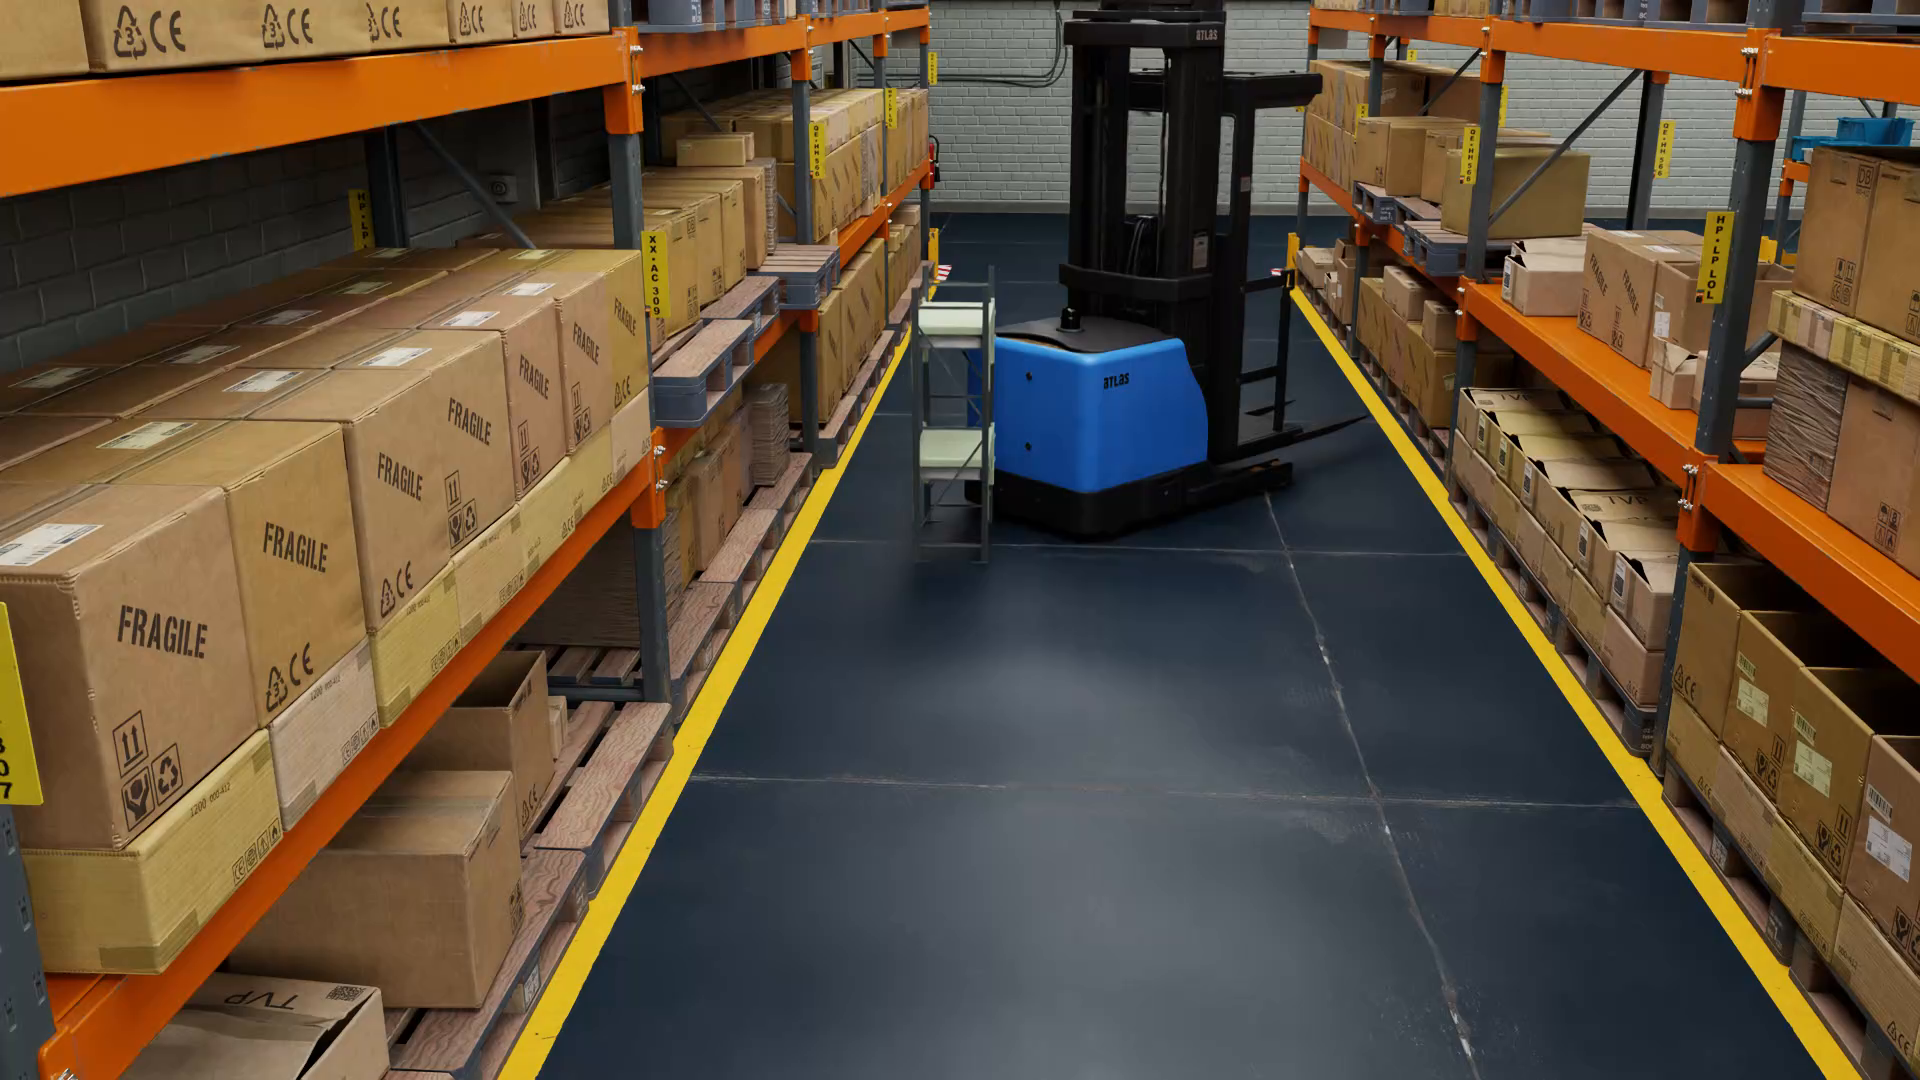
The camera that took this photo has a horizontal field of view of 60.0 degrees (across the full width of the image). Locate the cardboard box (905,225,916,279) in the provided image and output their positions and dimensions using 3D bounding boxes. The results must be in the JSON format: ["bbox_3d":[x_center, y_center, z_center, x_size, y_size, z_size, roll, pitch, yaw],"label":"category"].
[{"bbox_3d":[-0.818,-2.962,16.985,0.700,0.500,0.500,1,18,4],"label":"cardboard box"}]

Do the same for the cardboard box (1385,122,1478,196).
[{"bbox_3d":[3.580,-2.864,12.510,0.700,0.500,0.500,4,19,13],"label":"cardboard box"}]

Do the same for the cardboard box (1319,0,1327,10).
[{"bbox_3d":[3.770,-5.261,16.086,0.500,0.250,0.500,1,18,4],"label":"cardboard box"}]

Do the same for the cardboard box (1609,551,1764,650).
[{"bbox_3d":[2.992,0.219,6.777,0.500,0.311,0.500,1,18,4],"label":"cardboard box"}]

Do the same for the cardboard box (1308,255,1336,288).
[{"bbox_3d":[3.716,-2.645,16.388,0.500,0.250,0.500,1,18,4],"label":"cardboard box"}]

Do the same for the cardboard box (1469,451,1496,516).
[{"bbox_3d":[3.170,-0.312,9.299,0.500,0.250,0.500,1,18,2],"label":"cardboard box"}]

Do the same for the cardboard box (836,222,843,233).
[{"bbox_3d":[-1.051,-2.305,12.010,0.380,0.149,0.250,1,18,4],"label":"cardboard box"}]

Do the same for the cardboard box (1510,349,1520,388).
[{"bbox_3d":[3.886,-1.050,11.119,0.500,0.500,0.500,1,18,2],"label":"cardboard box"}]

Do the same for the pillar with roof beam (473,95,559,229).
[{"bbox_3d":[1.933,-4.211,7.822,9.100,9.000,0.400,1,18,4],"label":"pillar with roof beam"}]

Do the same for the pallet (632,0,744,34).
[{"bbox_3d":[-1.541,-2.124,6.572,1.213,0.211,1.003,1,18,4],"label":"pallet"}]

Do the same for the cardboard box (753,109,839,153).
[{"bbox_3d":[-1.078,-2.698,10.964,0.500,0.250,0.500,1,18,3],"label":"cardboard box"}]

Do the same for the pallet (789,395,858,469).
[{"bbox_3d":[-1.273,-0.759,11.400,1.003,0.211,1.213,1,18,4],"label":"pallet"}]

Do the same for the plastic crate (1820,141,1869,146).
[{"bbox_3d":[8.657,-3.779,16.312,0.416,0.233,0.300,1,18,4],"label":"plastic crate"}]

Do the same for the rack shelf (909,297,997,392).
[{"bbox_3d":[-0.029,-1.071,9.029,0.431,0.370,0.720,1,18,3],"label":"rack shelf"}]

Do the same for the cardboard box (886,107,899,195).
[{"bbox_3d":[-1.063,-3.394,14.481,0.980,0.700,0.700,2,18,5],"label":"cardboard box"}]

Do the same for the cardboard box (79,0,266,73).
[{"bbox_3d":[-1.631,-1.103,2.961,0.500,0.500,0.500,2,18,8],"label":"cardboard box"}]

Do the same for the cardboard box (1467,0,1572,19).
[{"bbox_3d":[3.534,-3.340,9.822,0.910,0.500,0.500,1,18,4],"label":"cardboard box"}]

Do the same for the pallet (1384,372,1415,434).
[{"bbox_3d":[3.717,-1.015,12.182,1.003,0.211,1.213,1,18,4],"label":"pallet"}]

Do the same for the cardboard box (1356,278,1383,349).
[{"bbox_3d":[3.545,-1.850,13.559,0.500,0.500,0.500,0,18,1],"label":"cardboard box"}]

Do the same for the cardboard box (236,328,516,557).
[{"bbox_3d":[-1.531,-0.266,4.423,0.500,0.500,0.500,2,18,6],"label":"cardboard box"}]

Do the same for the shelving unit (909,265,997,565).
[{"bbox_3d":[-0.029,-0.700,9.150,0.431,1.500,0.755,1,18,3],"label":"shelving unit"}]

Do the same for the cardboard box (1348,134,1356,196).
[{"bbox_3d":[3.603,-3.182,14.156,0.500,0.500,0.500,2,18,5],"label":"cardboard box"}]

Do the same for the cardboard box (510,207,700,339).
[{"bbox_3d":[-1.574,-1.186,7.357,0.700,0.500,0.500,3,18,10],"label":"cardboard box"}]

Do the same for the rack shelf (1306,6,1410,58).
[{"bbox_3d":[3.966,-4.678,15.221,1.077,0.370,4.000,1,18,4],"label":"rack shelf"}]

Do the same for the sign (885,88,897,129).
[{"bbox_3d":[-0.576,-3.586,13.819,0.100,0.325,0.005,1,18,4],"label":"sign"}]

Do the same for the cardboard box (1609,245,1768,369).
[{"bbox_3d":[3.394,-1.094,7.783,0.500,0.500,0.500,1,18,4],"label":"cardboard box"}]

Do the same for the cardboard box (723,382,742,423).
[{"bbox_3d":[-1.508,-0.818,9.205,0.500,0.250,0.500,2,18,5],"label":"cardboard box"}]

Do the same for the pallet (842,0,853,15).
[{"bbox_3d":[-1.335,-3.725,11.460,1.003,0.211,1.213,2,18,6],"label":"pallet"}]

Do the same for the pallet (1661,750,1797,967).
[{"bbox_3d":[3.151,1.082,5.781,1.003,0.211,1.213,1,18,4],"label":"pallet"}]

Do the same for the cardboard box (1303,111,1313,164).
[{"bbox_3d":[3.815,-4.131,17.054,0.500,0.500,0.500,2,18,5],"label":"cardboard box"}]

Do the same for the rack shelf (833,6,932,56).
[{"bbox_3d":[-0.975,-4.788,15.555,1.077,0.370,4.000,1,18,4],"label":"rack shelf"}]

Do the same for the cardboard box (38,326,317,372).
[{"bbox_3d":[-2.042,-0.275,4.449,0.500,0.500,0.500,2,18,5],"label":"cardboard box"}]

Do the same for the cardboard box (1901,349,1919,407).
[{"bbox_3d":[2.965,-0.448,4.771,0.380,0.149,0.250,1,18,2],"label":"cardboard box"}]

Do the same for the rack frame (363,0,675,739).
[{"bbox_3d":[-1.692,-0.598,6.432,1.000,3.000,0.127,1,18,4],"label":"rack frame"}]

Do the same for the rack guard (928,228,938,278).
[{"bbox_3d":[-0.830,-3.145,18.218,1.175,0.500,0.348,1,18,4],"label":"rack guard"}]

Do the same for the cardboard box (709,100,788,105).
[{"bbox_3d":[-1.515,-3.020,11.948,0.500,0.250,0.500,1,18,3],"label":"cardboard box"}]

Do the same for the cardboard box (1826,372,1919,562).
[{"bbox_3d":[3.192,-0.235,5.161,0.700,0.500,0.500,1,18,3],"label":"cardboard box"}]

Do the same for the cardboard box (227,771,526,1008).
[{"bbox_3d":[-1.696,1.006,4.843,0.700,0.500,0.500,0,18,0],"label":"cardboard box"}]

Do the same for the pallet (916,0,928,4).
[{"bbox_3d":[-0.874,-5.478,16.649,1.003,0.211,1.213,1,18,4],"label":"pallet"}]

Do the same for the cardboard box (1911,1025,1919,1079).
[{"bbox_3d":[2.764,1.376,4.146,0.500,0.250,0.500,1,18,4],"label":"cardboard box"}]

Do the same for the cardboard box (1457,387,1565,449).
[{"bbox_3d":[3.206,-0.735,9.688,0.500,0.311,0.500,2,18,6],"label":"cardboard box"}]

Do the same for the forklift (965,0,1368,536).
[{"bbox_3d":[1.446,-1.785,10.162,3.031,2.935,1.130,-16,24,-41],"label":"forklift"}]

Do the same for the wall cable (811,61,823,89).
[{"bbox_3d":[-1.683,-5.227,18.926,0.084,1.984,1.851,1,18,4],"label":"wall cable"}]

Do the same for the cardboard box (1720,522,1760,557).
[{"bbox_3d":[3.569,0.074,7.222,0.500,0.311,0.500,1,18,3],"label":"cardboard box"}]

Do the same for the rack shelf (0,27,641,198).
[{"bbox_3d":[-1.835,-1.061,4.181,1.077,0.370,4.000,1,18,4],"label":"rack shelf"}]

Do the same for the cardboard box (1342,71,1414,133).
[{"bbox_3d":[3.635,-3.818,14.492,0.500,0.500,0.500,1,18,3],"label":"cardboard box"}]

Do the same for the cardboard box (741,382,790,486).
[{"bbox_3d":[-1.405,-0.637,9.858,0.700,0.500,0.500,2,18,5],"label":"cardboard box"}]

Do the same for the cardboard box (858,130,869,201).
[{"bbox_3d":[-0.971,-2.818,12.535,0.500,0.500,0.500,1,18,4],"label":"cardboard box"}]

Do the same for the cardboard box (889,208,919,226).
[{"bbox_3d":[-0.627,-3.302,16.982,0.380,0.149,0.250,2,18,5],"label":"cardboard box"}]

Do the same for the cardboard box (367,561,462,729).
[{"bbox_3d":[-1.561,0.242,4.077,0.500,0.250,0.500,1,18,3],"label":"cardboard box"}]

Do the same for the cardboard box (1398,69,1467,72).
[{"bbox_3d":[4.211,-3.956,14.913,0.500,0.500,0.500,1,18,2],"label":"cardboard box"}]

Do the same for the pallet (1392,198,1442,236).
[{"bbox_3d":[3.671,-2.244,11.763,1.003,0.211,1.213,1,18,4],"label":"pallet"}]
